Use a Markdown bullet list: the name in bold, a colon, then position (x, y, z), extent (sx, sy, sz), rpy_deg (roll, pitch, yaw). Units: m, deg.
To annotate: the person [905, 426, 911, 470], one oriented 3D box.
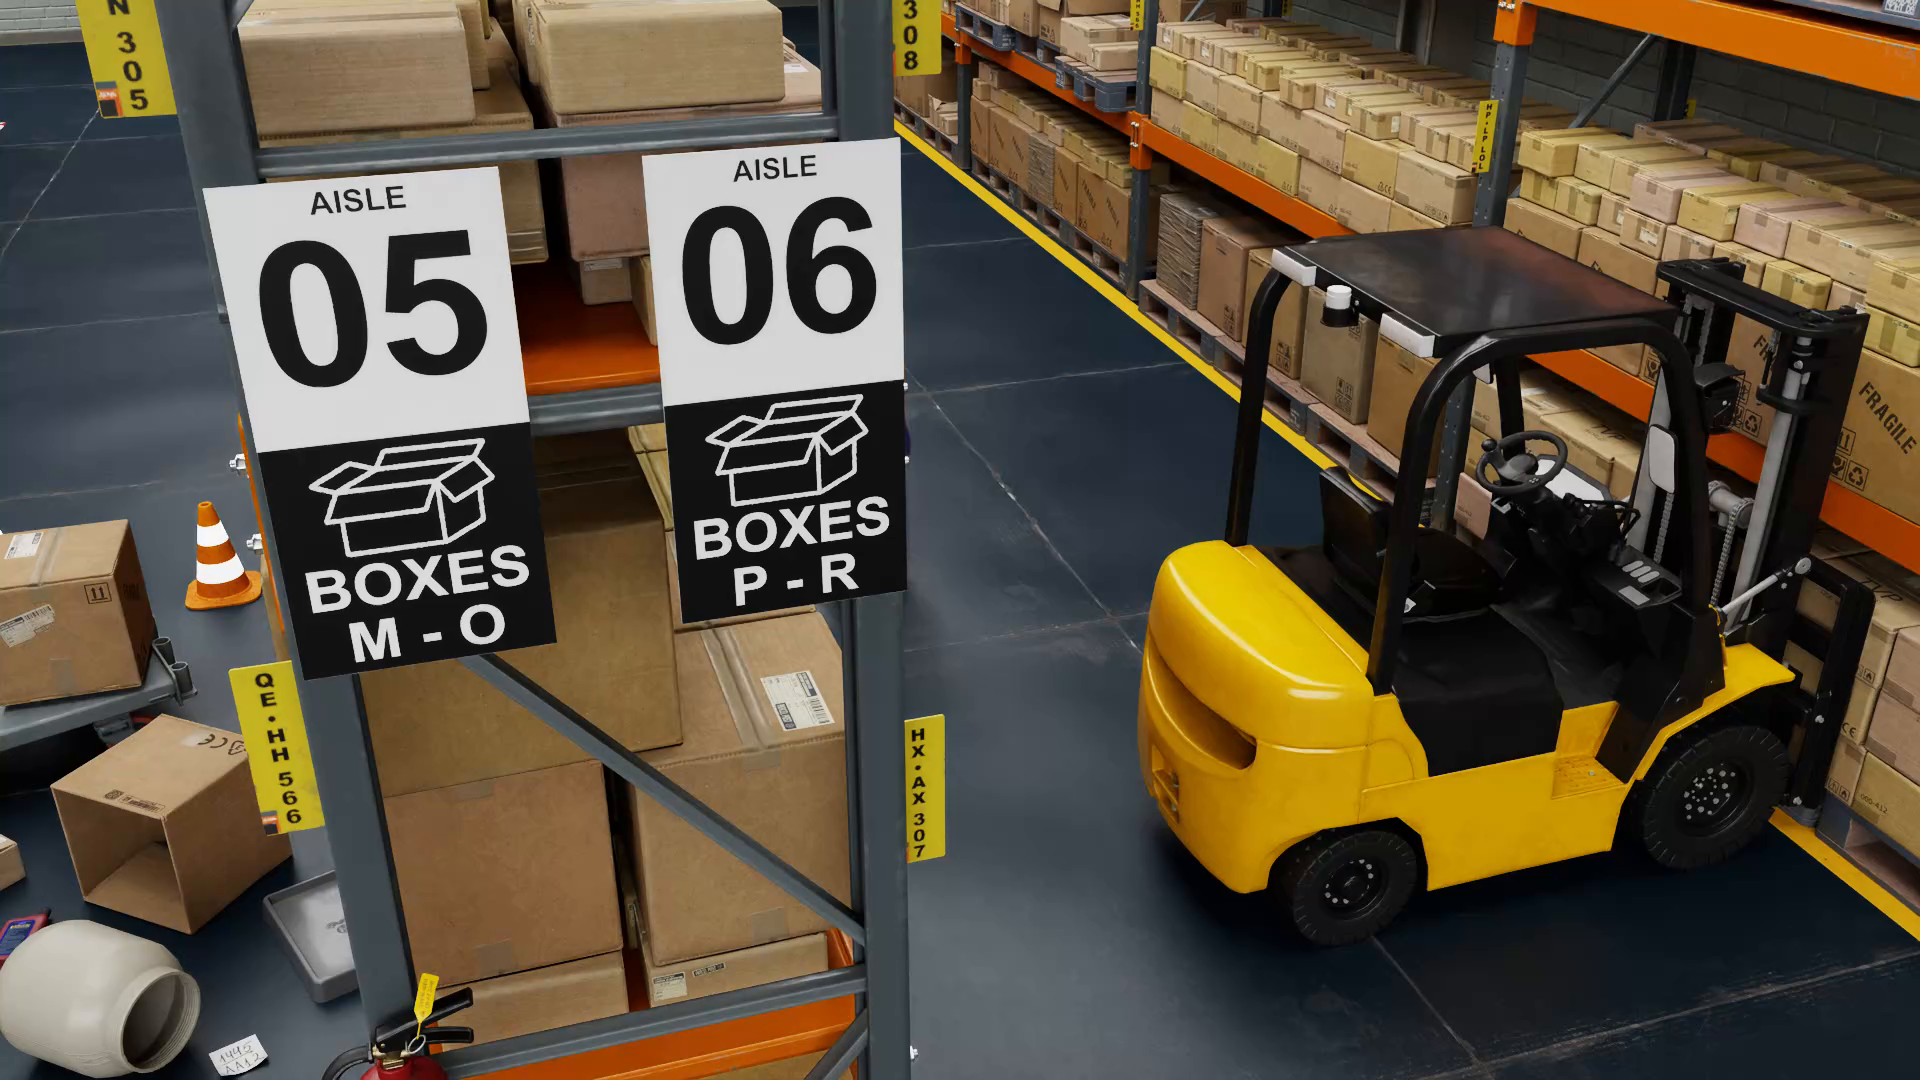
- **person**: position (-0.515, -0.482, 7.852), extent (0.531, 1.434, 0.594), rpy_deg (-8, 28, -16)
